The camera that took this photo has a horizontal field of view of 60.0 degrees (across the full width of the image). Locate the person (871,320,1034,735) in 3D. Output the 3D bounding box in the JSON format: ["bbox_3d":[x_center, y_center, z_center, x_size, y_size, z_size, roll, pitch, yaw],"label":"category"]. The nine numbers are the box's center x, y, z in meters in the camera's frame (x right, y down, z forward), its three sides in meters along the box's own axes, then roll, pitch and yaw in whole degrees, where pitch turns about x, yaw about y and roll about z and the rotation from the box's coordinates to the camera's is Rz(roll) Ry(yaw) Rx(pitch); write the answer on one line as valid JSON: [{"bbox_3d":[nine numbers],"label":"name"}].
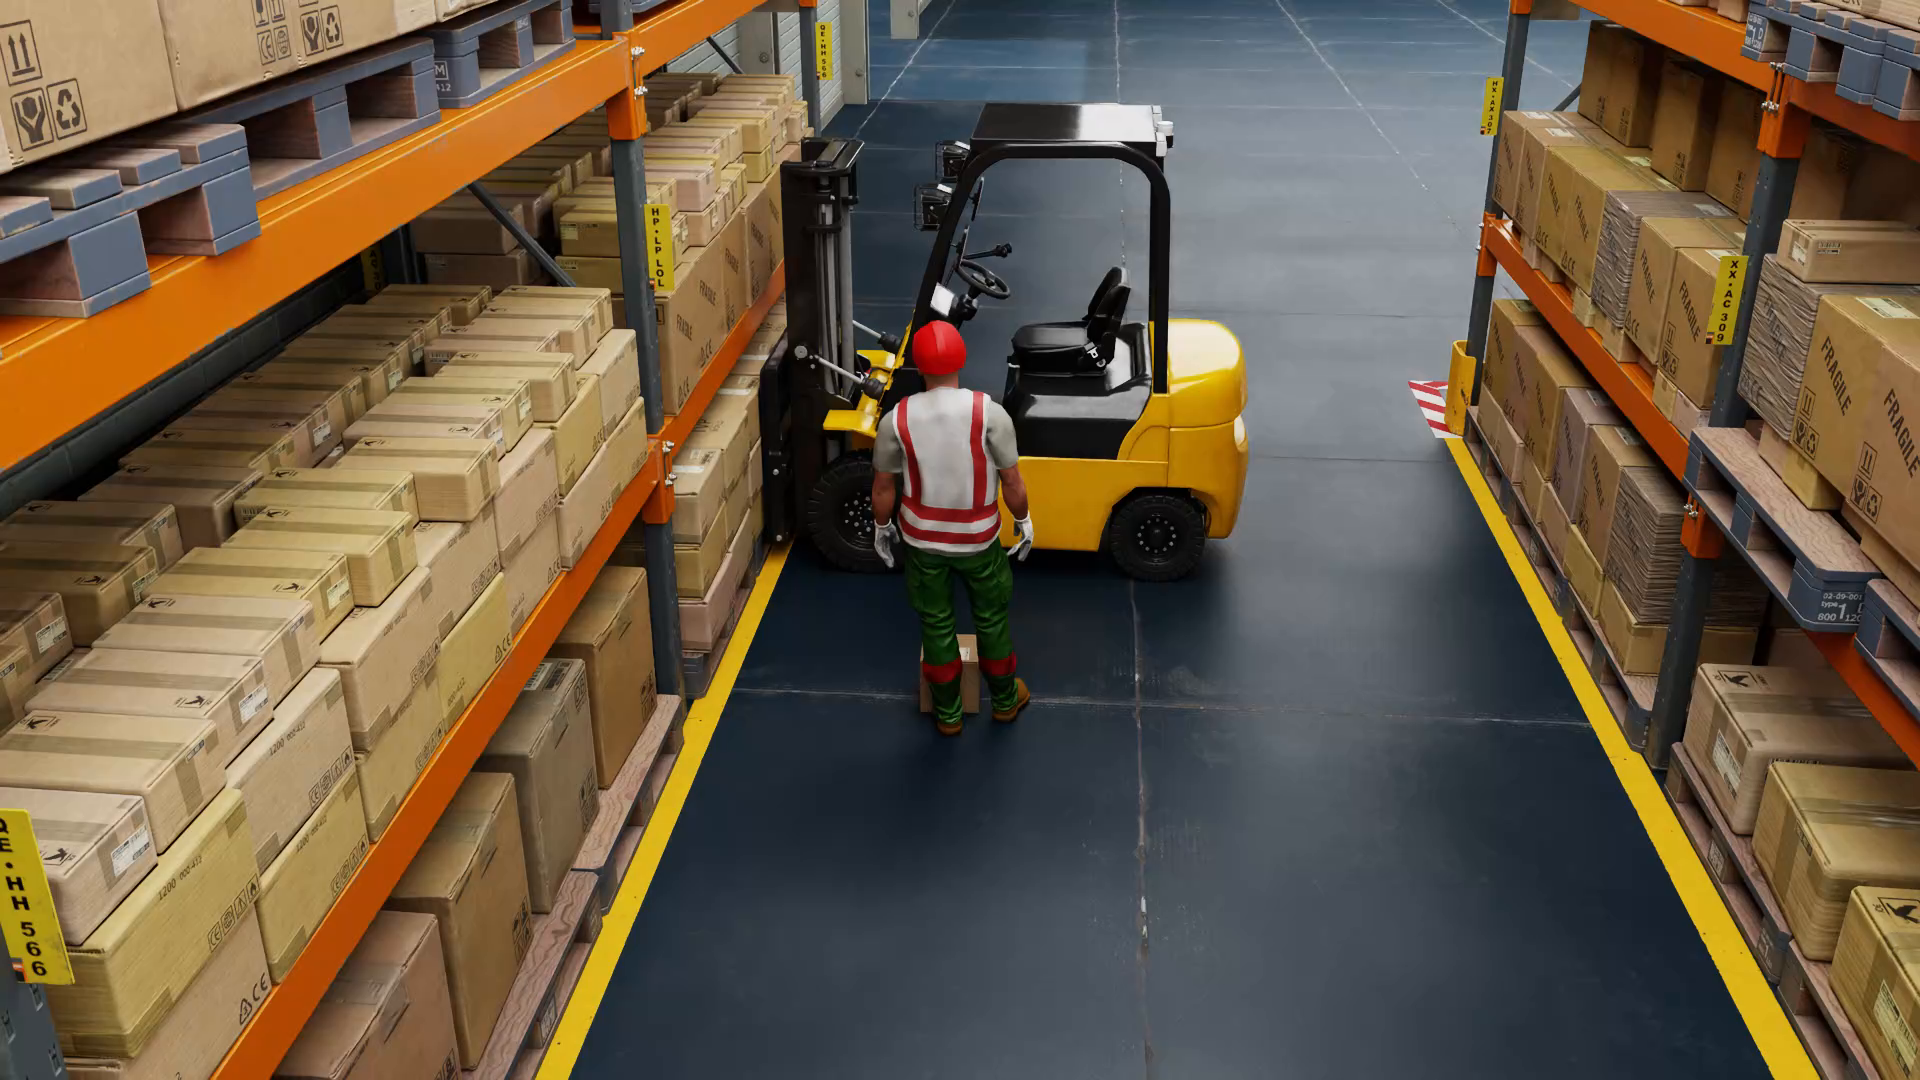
[{"bbox_3d":[-0.021,-0.052,6.673,0.638,1.782,0.564,2,24,4],"label":"person"}]
